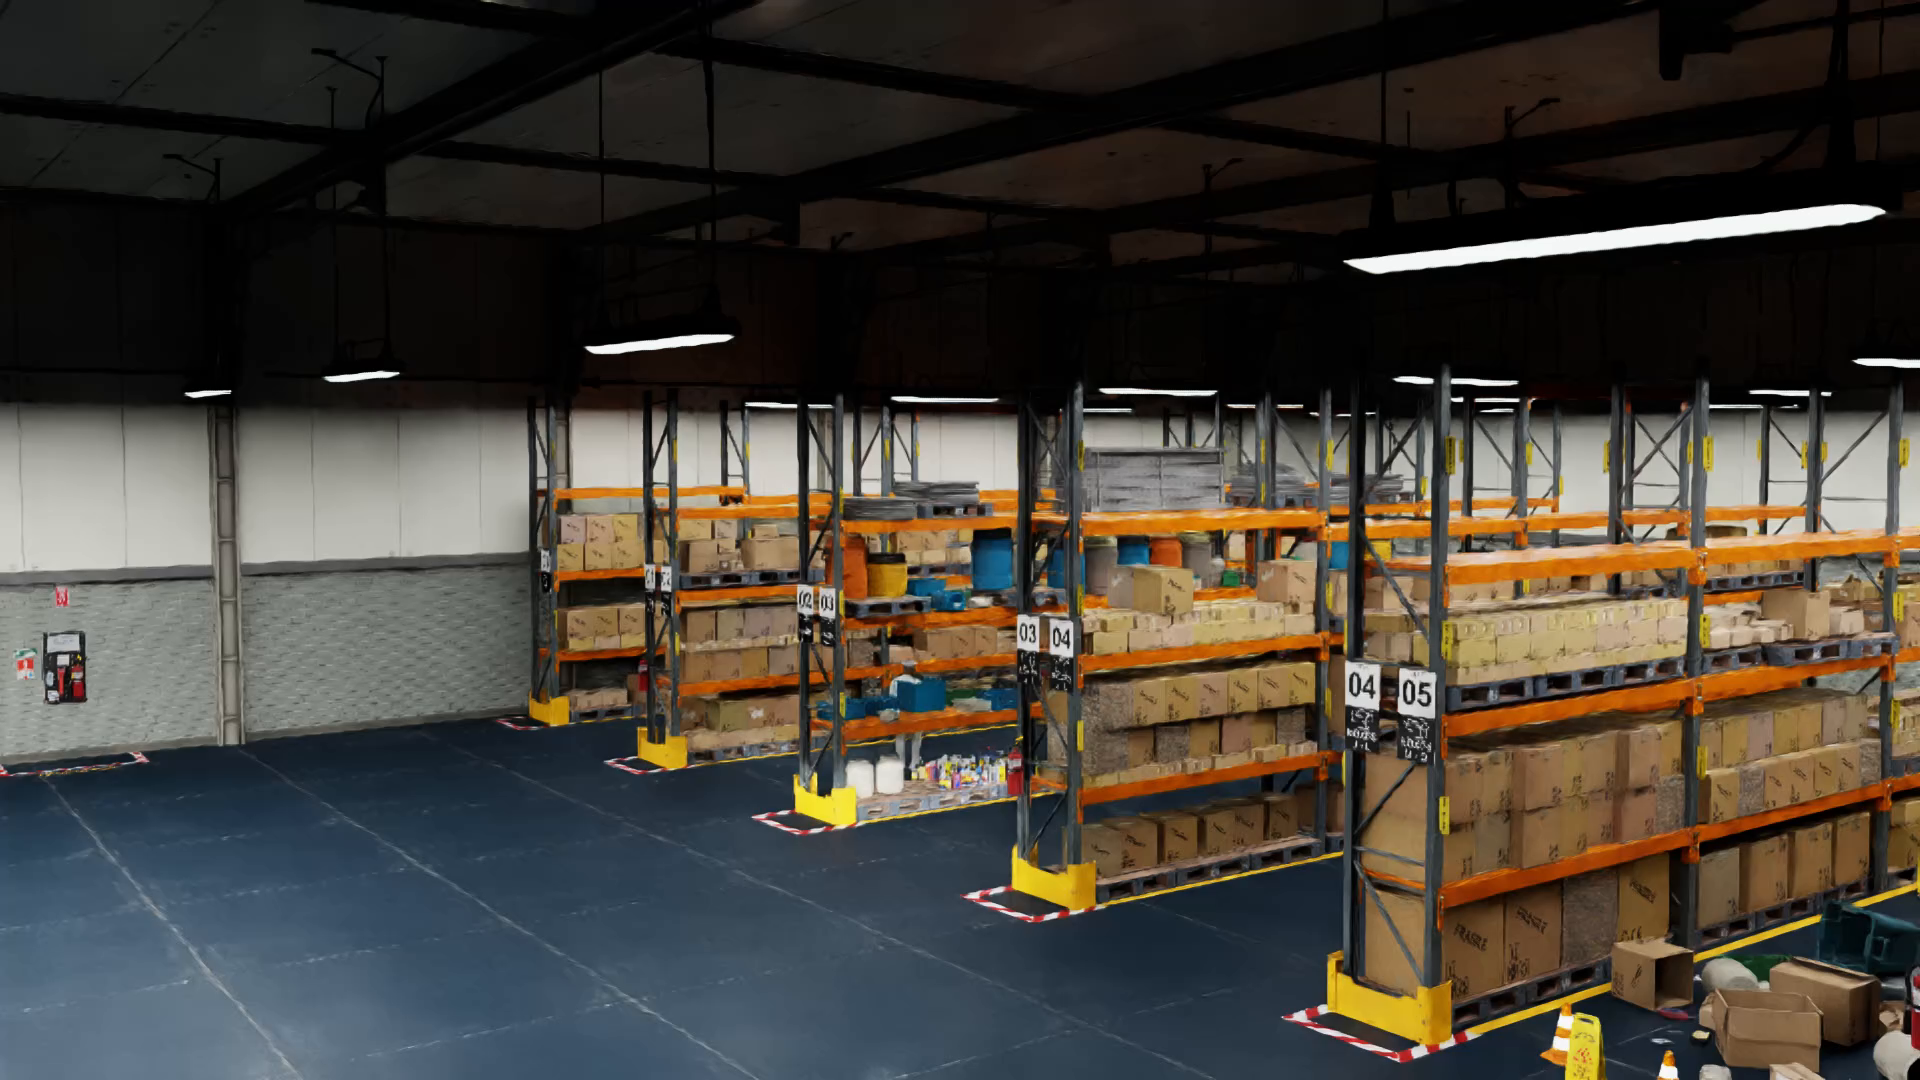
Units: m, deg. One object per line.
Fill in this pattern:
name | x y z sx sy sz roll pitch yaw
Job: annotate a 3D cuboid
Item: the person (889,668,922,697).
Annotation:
person | -0.801 2.411 25.903 0.630 1.028 0.377 0 3 -8
